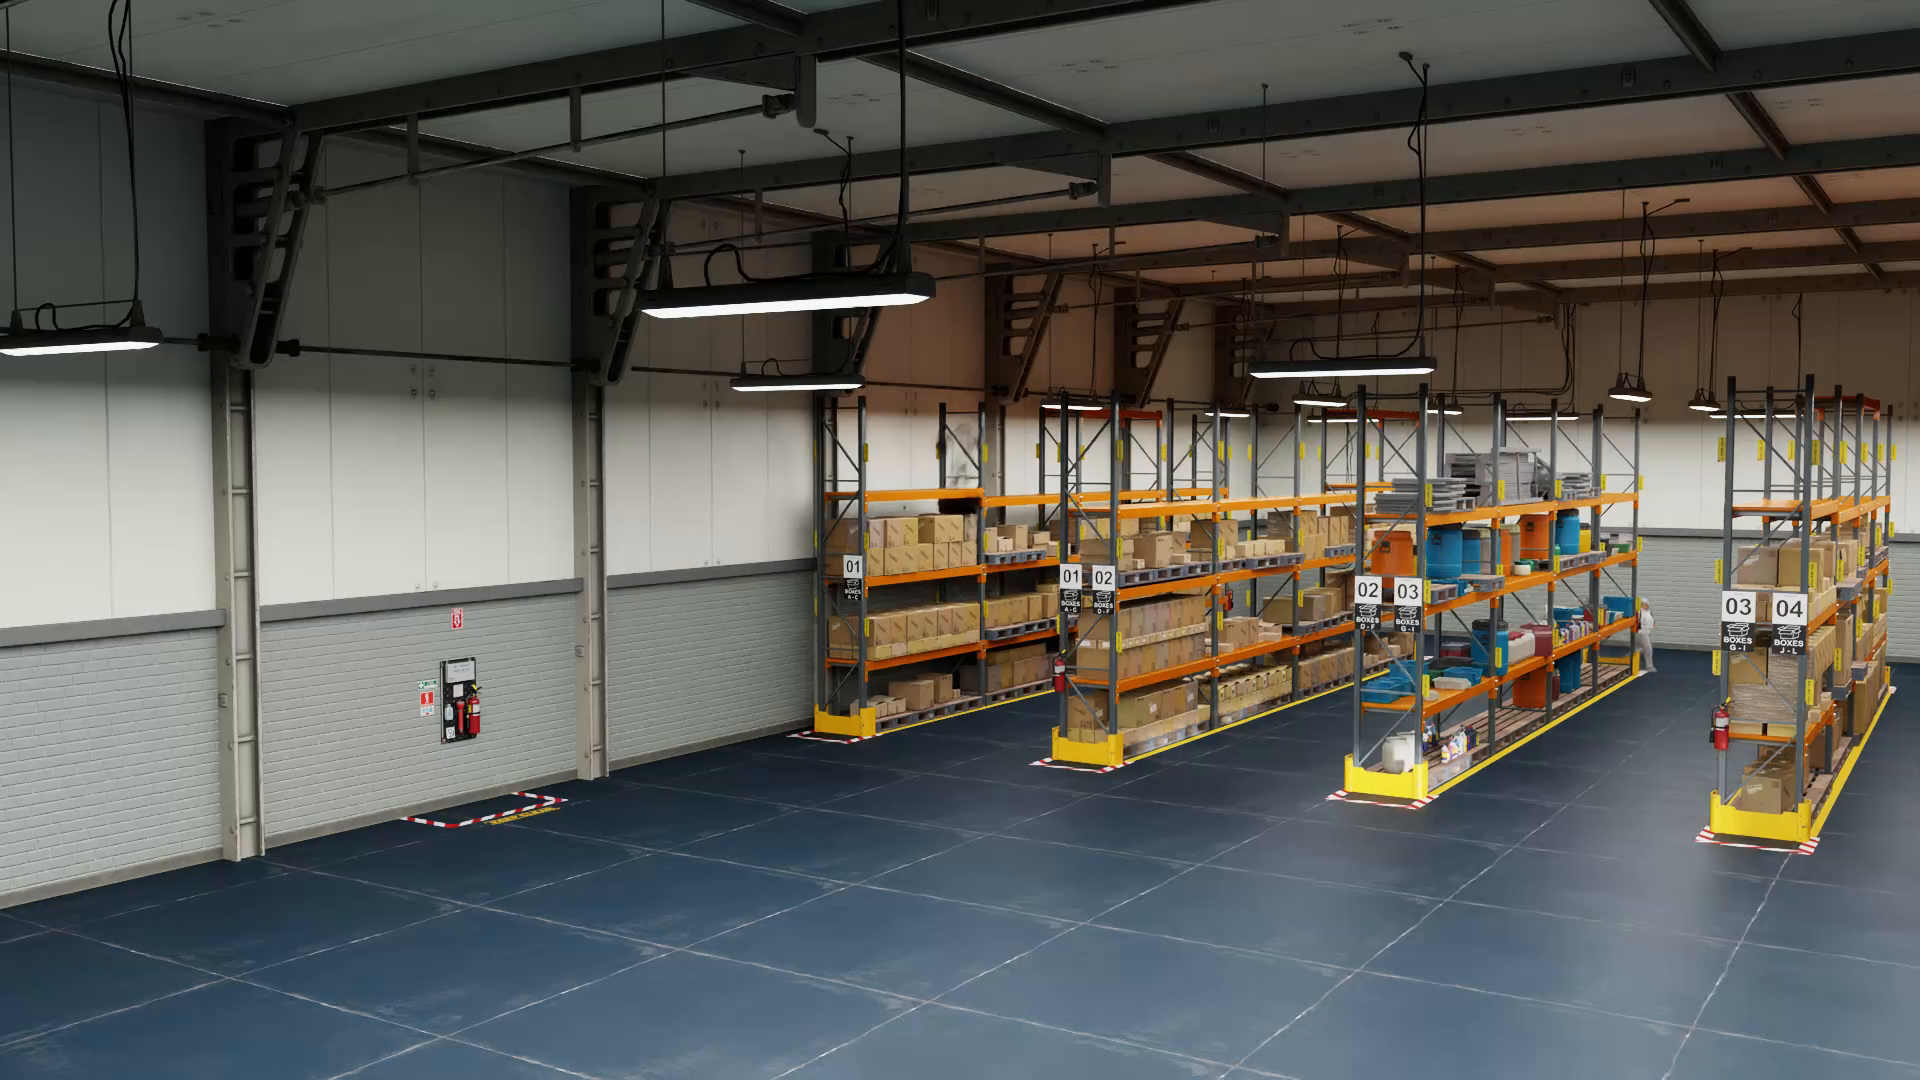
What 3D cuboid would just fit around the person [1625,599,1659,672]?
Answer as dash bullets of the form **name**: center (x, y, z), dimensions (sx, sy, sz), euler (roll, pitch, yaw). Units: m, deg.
- **person**: center (15.707, 2.182, 38.281), dimensions (0.641, 1.673, 0.840), euler (-3, 4, -41)
